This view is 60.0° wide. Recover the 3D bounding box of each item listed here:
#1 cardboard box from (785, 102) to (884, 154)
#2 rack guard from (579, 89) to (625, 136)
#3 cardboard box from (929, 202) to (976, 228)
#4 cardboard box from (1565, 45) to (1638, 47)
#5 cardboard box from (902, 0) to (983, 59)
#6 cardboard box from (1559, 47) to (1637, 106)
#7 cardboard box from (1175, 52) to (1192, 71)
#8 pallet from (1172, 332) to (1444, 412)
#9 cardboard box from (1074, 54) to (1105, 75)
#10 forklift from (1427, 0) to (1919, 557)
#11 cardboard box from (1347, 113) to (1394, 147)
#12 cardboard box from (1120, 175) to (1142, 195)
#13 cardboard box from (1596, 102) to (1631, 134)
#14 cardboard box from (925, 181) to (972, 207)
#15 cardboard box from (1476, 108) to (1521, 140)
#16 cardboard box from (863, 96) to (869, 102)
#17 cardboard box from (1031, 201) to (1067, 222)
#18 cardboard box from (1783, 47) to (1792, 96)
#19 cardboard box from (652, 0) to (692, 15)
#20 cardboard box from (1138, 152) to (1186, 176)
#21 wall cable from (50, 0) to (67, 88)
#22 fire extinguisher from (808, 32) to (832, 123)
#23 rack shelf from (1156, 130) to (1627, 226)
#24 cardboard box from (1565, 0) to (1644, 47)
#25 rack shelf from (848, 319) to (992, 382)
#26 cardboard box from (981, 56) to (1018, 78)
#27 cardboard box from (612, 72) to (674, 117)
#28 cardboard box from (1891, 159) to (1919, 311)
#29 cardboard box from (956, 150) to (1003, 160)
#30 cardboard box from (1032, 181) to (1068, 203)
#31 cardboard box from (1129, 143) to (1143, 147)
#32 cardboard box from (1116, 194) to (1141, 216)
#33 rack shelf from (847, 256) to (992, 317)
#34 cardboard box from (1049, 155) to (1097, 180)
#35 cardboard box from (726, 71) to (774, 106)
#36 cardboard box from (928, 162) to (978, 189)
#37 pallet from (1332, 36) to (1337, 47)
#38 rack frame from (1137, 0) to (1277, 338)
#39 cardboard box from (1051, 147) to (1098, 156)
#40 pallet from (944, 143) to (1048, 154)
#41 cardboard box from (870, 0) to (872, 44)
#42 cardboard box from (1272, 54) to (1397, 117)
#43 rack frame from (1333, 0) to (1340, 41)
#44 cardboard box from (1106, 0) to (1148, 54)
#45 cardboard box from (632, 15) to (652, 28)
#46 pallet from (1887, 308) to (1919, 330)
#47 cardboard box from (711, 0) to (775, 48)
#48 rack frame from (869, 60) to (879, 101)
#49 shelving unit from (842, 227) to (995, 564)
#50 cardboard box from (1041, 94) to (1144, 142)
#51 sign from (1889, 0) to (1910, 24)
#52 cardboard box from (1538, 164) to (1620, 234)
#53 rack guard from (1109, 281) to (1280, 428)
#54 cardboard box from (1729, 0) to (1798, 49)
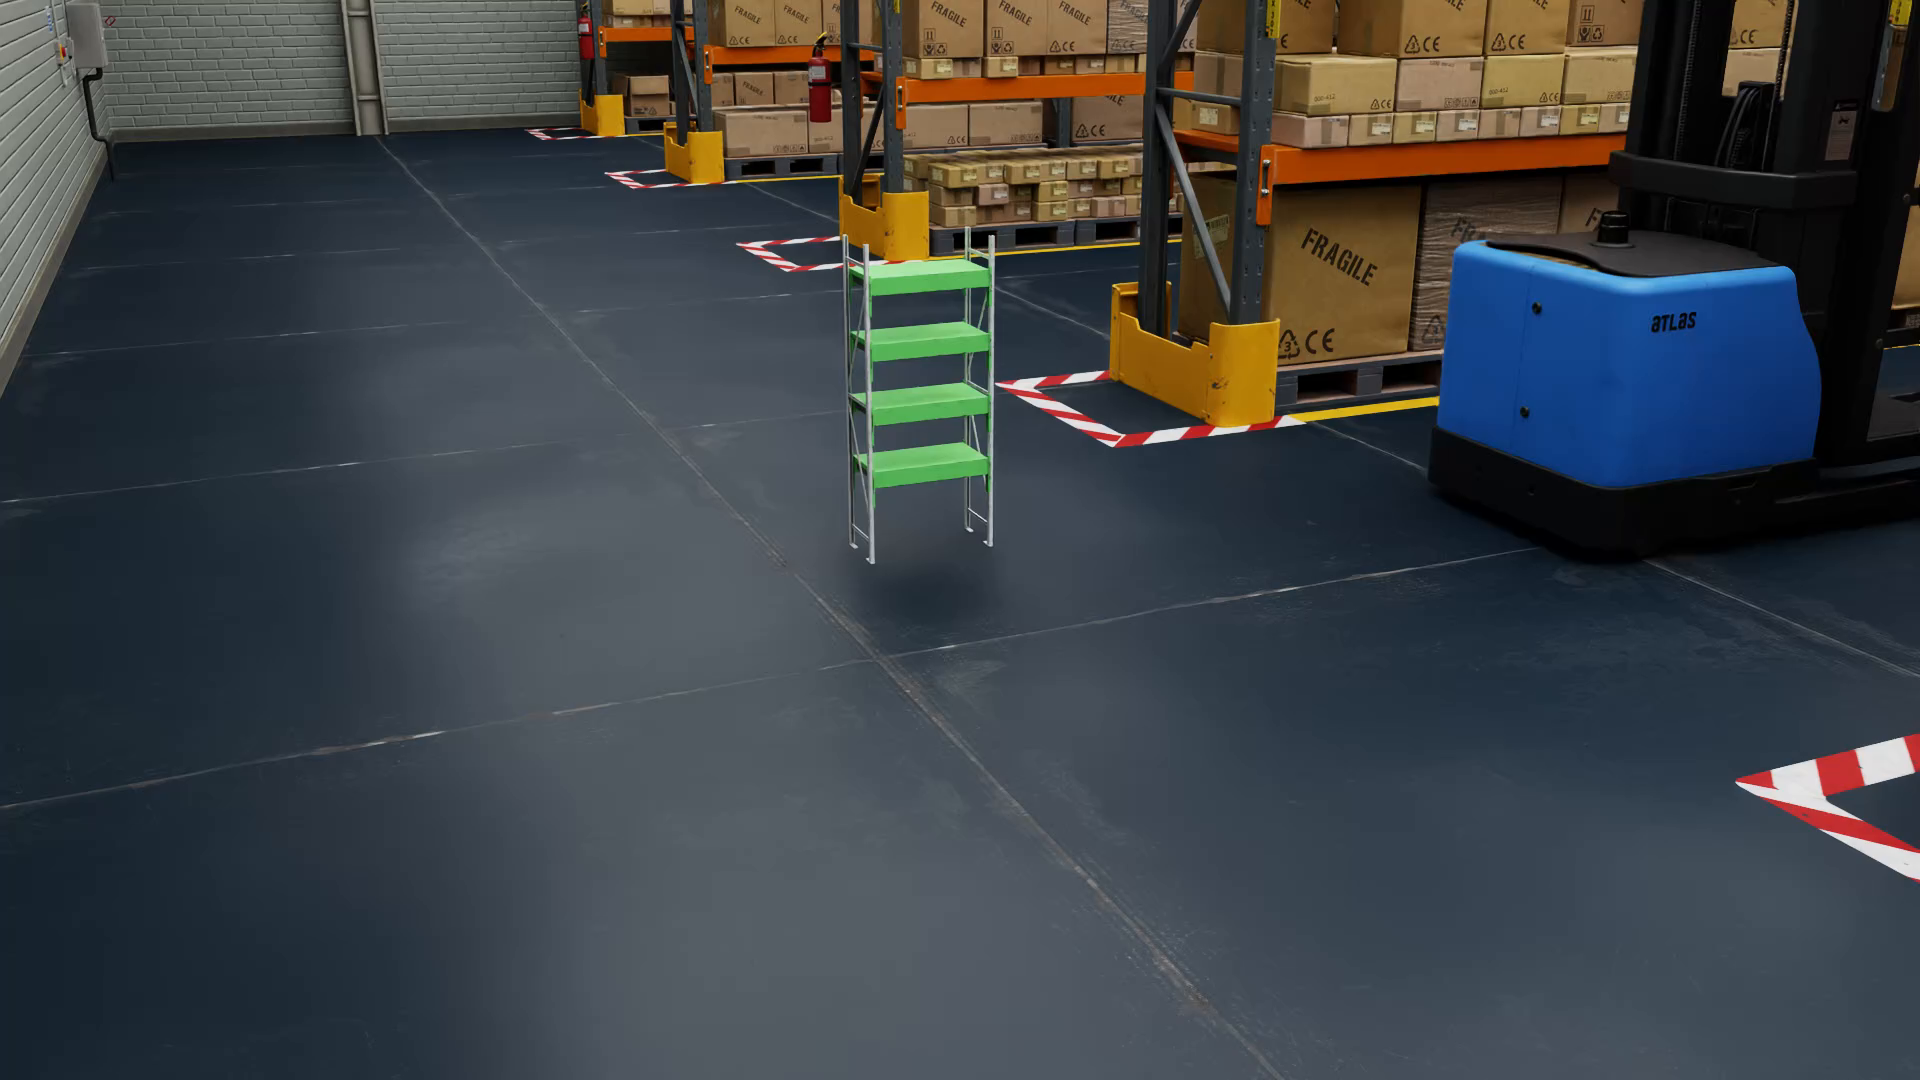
[{"bbox_3d":[-1.321,-4.409,17.752,0.875,0.438,0.875,-8,21,-20],"label":"cardboard box"},{"bbox_3d":[-4.624,-5.523,21.455,0.348,0.500,1.175,-8,21,-22],"label":"rack guard"},{"bbox_3d":[-0.063,-2.507,12.786,0.250,0.149,0.380,-8,21,-21],"label":"cardboard box"},{"bbox_3d":[3.407,-2.637,9.272,0.500,0.250,0.500,-8,21,-21],"label":"cardboard box"},{"bbox_3d":[-0.149,-3.845,12.327,0.500,0.500,0.500,-7,21,-19],"label":"cardboard box"},{"bbox_3d":[3.163,-2.413,8.636,0.500,0.250,0.500,-9,21,-23],"label":"cardboard box"},{"bbox_3d":[1.631,-3.809,13.201,0.250,0.149,0.380,-8,21,-23],"label":"cardboard box"},{"bbox_3d":[1.904,-0.970,8.960,1.213,0.211,1.003,-8,21,-22],"label":"pallet"},{"bbox_3d":[0.923,-3.700,12.891,0.250,0.149,0.380,-9,21,-23],"label":"cardboard box"},{"bbox_3d":[3.539,-1.626,6.726,3.031,2.935,1.130,-8,21,-22],"label":"forklift"},{"bbox_3d":[1.893,-2.018,8.116,0.250,0.149,0.380,-8,21,-23],"label":"cardboard box"},{"bbox_3d":[1.345,-2.890,13.426,0.250,0.149,0.380,-7,21,-19],"label":"cardboard box"},{"bbox_3d":[3.310,-2.222,8.695,0.250,0.149,0.380,-8,21,-21],"label":"cardboard box"},{"bbox_3d":[-0.088,-2.667,12.792,0.250,0.149,0.380,-7,21,-20],"label":"cardboard box"},{"bbox_3d":[2.601,-2.120,8.405,0.250,0.149,0.380,-9,21,-23],"label":"cardboard box"},{"bbox_3d":[-1.416,-5.909,22.447,0.250,0.149,0.380,-9,21,-24],"label":"cardboard box"},{"bbox_3d":[0.649,-2.602,13.054,0.250,0.149,0.380,-8,21,-21],"label":"cardboard box"},{"bbox_3d":[4.573,-2.614,9.208,0.500,0.250,0.500,-9,21,-23],"label":"cardboard box"},{"bbox_3d":[-3.707,-6.805,21.111,0.500,0.250,0.500,-8,21,-21],"label":"cardboard box"},{"bbox_3d":[1.610,-3.023,13.354,0.250,0.149,0.380,-9,21,-24],"label":"cardboard box"},{"bbox_3d":[-7.892,-4.924,14.413,0.123,1.953,0.585,-8,21,-22],"label":"wall cable"},{"bbox_3d":[-1.085,-3.578,12.845,0.183,0.674,0.296,-8,21,-22],"label":"fire extinguisher"},{"bbox_3d":[3.038,-2.080,8.997,4.000,0.370,1.077,-8,21,-22],"label":"rack shelf"},{"bbox_3d":[3.402,-2.989,9.143,0.500,0.500,0.500,-9,21,-24],"label":"cardboard box"},{"bbox_3d":[-0.152,-0.710,6.202,0.480,0.148,0.258,-8,21,-22],"label":"rack shelf"},{"bbox_3d":[0.242,-3.572,12.528,0.250,0.149,0.380,-9,21,-23],"label":"cardboard box"},{"bbox_3d":[-4.094,-5.764,21.502,0.637,0.503,0.797,-9,21,-24],"label":"cardboard box"},{"bbox_3d":[5.454,-1.969,10.165,0.875,0.875,1.225,-8,21,-22],"label":"cardboard box"},{"bbox_3d":[0.156,-3.052,13.437,0.250,0.149,0.380,-9,21,-23],"label":"cardboard box"},{"bbox_3d":[0.654,-2.745,13.015,0.250,0.149,0.380,-7,21,-20],"label":"cardboard box"},{"bbox_3d":[1.618,-3.244,13.984,0.250,0.149,0.380,-8,21,-21],"label":"cardboard box"},{"bbox_3d":[1.352,-2.715,13.376,0.250,0.149,0.380,-8,21,-22],"label":"cardboard box"},{"bbox_3d":[-0.152,-0.937,6.123,0.480,0.148,0.258,-8,21,-22],"label":"rack shelf"},{"bbox_3d":[0.886,-2.940,13.121,0.250,0.149,0.380,-7,21,-20],"label":"cardboard box"},{"bbox_3d":[-2.769,-5.902,21.900,0.500,0.500,0.500,-8,21,-21],"label":"cardboard box"},{"bbox_3d":[-0.055,-2.782,12.671,0.250,0.149,0.380,-9,21,-24],"label":"cardboard box"},{"bbox_3d":[3.762,-4.174,14.150,1.213,0.211,1.003,-8,21,-22],"label":"pallet"},{"bbox_3d":[1.201,-2.157,8.131,0.127,3.000,1.000,-8,21,-22],"label":"rack frame"},{"bbox_3d":[0.930,-3.120,13.630,0.250,0.149,0.380,-9,21,-24],"label":"cardboard box"},{"bbox_3d":[0.220,-4.313,18.455,1.213,0.211,1.003,-8,21,-22],"label":"pallet"},{"bbox_3d":[-0.789,-5.409,17.217,0.500,0.500,0.500,-7,21,-20],"label":"cardboard box"},{"bbox_3d":[1.749,-2.207,8.052,0.500,0.250,0.500,-9,21,-23],"label":"cardboard box"},{"bbox_3d":[3.002,-4.209,13.959,0.127,3.000,1.000,-8,21,-22],"label":"rack frame"},{"bbox_3d":[1.253,-4.052,12.916,0.500,0.500,0.500,-9,21,-23],"label":"cardboard box"},{"bbox_3d":[-4.068,-6.581,21.073,0.250,0.149,0.380,-8,21,-21],"label":"cardboard box"},{"bbox_3d":[5.553,-1.492,10.442,1.213,0.211,1.003,-8,21,-22],"label":"pallet"},{"bbox_3d":[-2.170,-5.201,16.628,0.500,0.500,0.500,-8,21,-22],"label":"cardboard box"},{"bbox_3d":[-1.021,-7.218,22.506,0.127,3.000,1.000,-8,21,-22],"label":"rack frame"},{"bbox_3d":[-0.152,-0.544,6.261,0.503,1.200,0.258,-8,21,-22],"label":"shelving unit"},{"bbox_3d":[1.486,-5.007,18.792,0.875,0.875,0.875,-7,21,-20],"label":"cardboard box"},{"bbox_3d":[5.095,-2.960,8.988,0.005,0.325,0.100,-8,21,-22],"label":"sign"},{"bbox_3d":[3.410,-1.698,9.395,0.875,0.875,0.875,-8,21,-22],"label":"cardboard box"},{"bbox_3d":[1.179,-0.974,8.537,0.348,0.500,1.175,-8,21,-22],"label":"rack guard"},{"bbox_3d":[4.096,-2.899,8.889,0.500,0.500,0.500,-8,21,-21],"label":"cardboard box"}]
